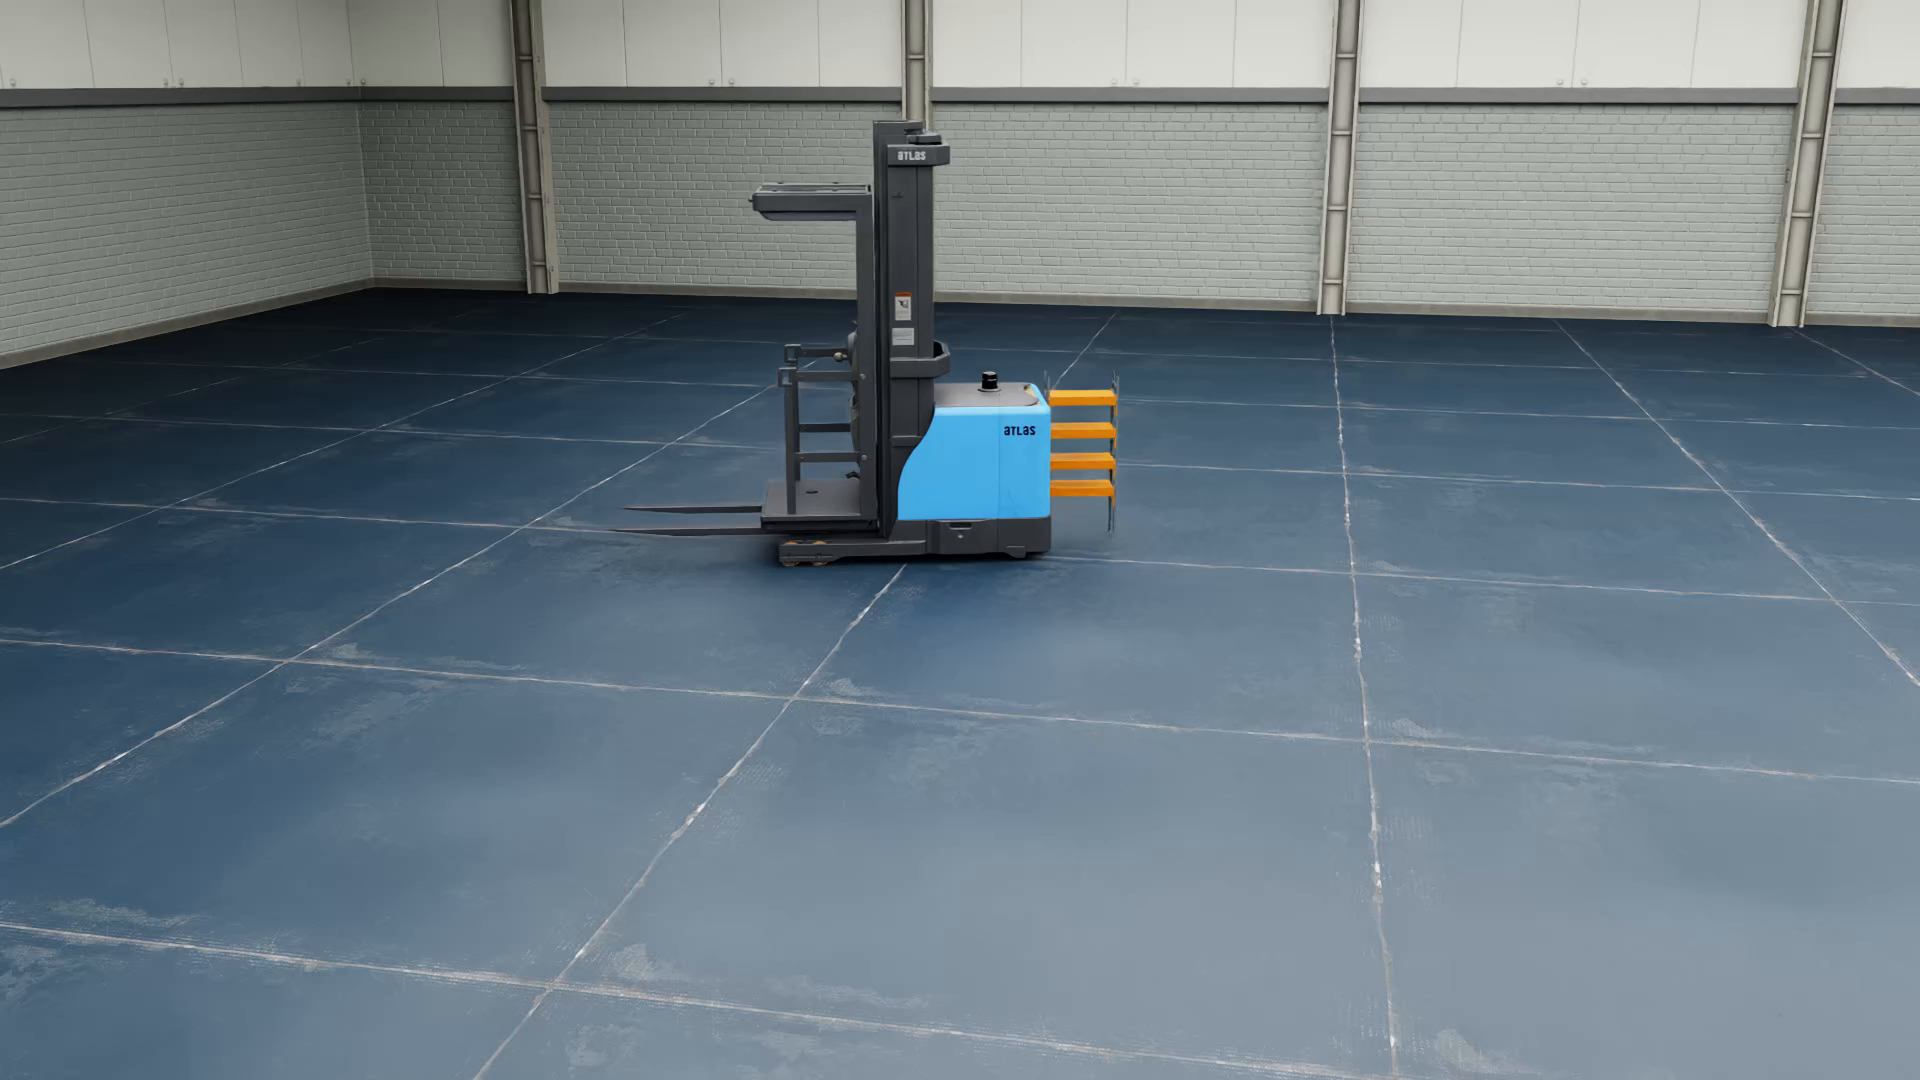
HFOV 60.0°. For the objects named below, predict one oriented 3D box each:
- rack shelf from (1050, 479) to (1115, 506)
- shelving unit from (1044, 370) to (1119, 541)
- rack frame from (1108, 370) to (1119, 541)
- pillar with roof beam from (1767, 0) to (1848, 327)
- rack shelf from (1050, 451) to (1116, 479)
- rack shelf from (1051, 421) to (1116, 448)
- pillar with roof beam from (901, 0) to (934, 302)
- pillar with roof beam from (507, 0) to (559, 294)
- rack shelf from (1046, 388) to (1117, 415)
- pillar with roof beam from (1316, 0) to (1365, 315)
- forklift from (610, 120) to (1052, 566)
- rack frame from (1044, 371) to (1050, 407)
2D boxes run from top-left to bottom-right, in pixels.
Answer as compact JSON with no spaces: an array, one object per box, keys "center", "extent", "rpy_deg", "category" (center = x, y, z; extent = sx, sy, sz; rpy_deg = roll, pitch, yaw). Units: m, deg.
[{"center":[0.858,-0.343,11.979],"extent":[0.480,0.148,0.258],"rpy_deg":[-1,16,-3],"category":"rack shelf"},{"center":[0.858,-0.599,11.908],"extent":[0.503,1.200,0.258],"rpy_deg":[-1,16,-3],"category":"shelving unit"},{"center":[1.101,-0.603,11.923],"extent":[0.015,1.200,0.240],"rpy_deg":[-1,16,-3],"category":"rack frame"},{"center":[10.289,-6.114,17.206],"extent":[0.400,9.000,9.100],"rpy_deg":[3,16,11],"category":"pillar with roof beam"},{"center":[0.858,-0.535,11.926],"extent":[0.480,0.148,0.258],"rpy_deg":[-1,16,-3],"category":"rack shelf"},{"center":[0.858,-0.750,11.867],"extent":[0.480,0.148,0.258],"rpy_deg":[-1,16,-3],"category":"rack shelf"},{"center":[-1.470,-6.752,19.511],"extent":[0.400,9.000,9.100],"rpy_deg":[3,16,11],"category":"pillar with roof beam"},{"center":[-7.350,-7.071,20.663],"extent":[0.400,9.000,9.100],"rpy_deg":[3,16,11],"category":"pillar with roof beam"},{"center":[0.858,-0.978,11.804],"extent":[0.480,0.148,0.258],"rpy_deg":[-1,16,-3],"category":"rack shelf"},{"center":[4.410,-6.433,18.359],"extent":[0.400,9.000,9.100],"rpy_deg":[3,16,11],"category":"pillar with roof beam"},{"center":[-0.907,-1.379,11.481],"extent":[3.031,2.935,1.130],"rpy_deg":[-1,16,-3],"category":"forklift"},{"center":[0.614,-0.596,11.894],"extent":[0.015,1.200,0.240],"rpy_deg":[-1,16,-3],"category":"rack frame"}]
